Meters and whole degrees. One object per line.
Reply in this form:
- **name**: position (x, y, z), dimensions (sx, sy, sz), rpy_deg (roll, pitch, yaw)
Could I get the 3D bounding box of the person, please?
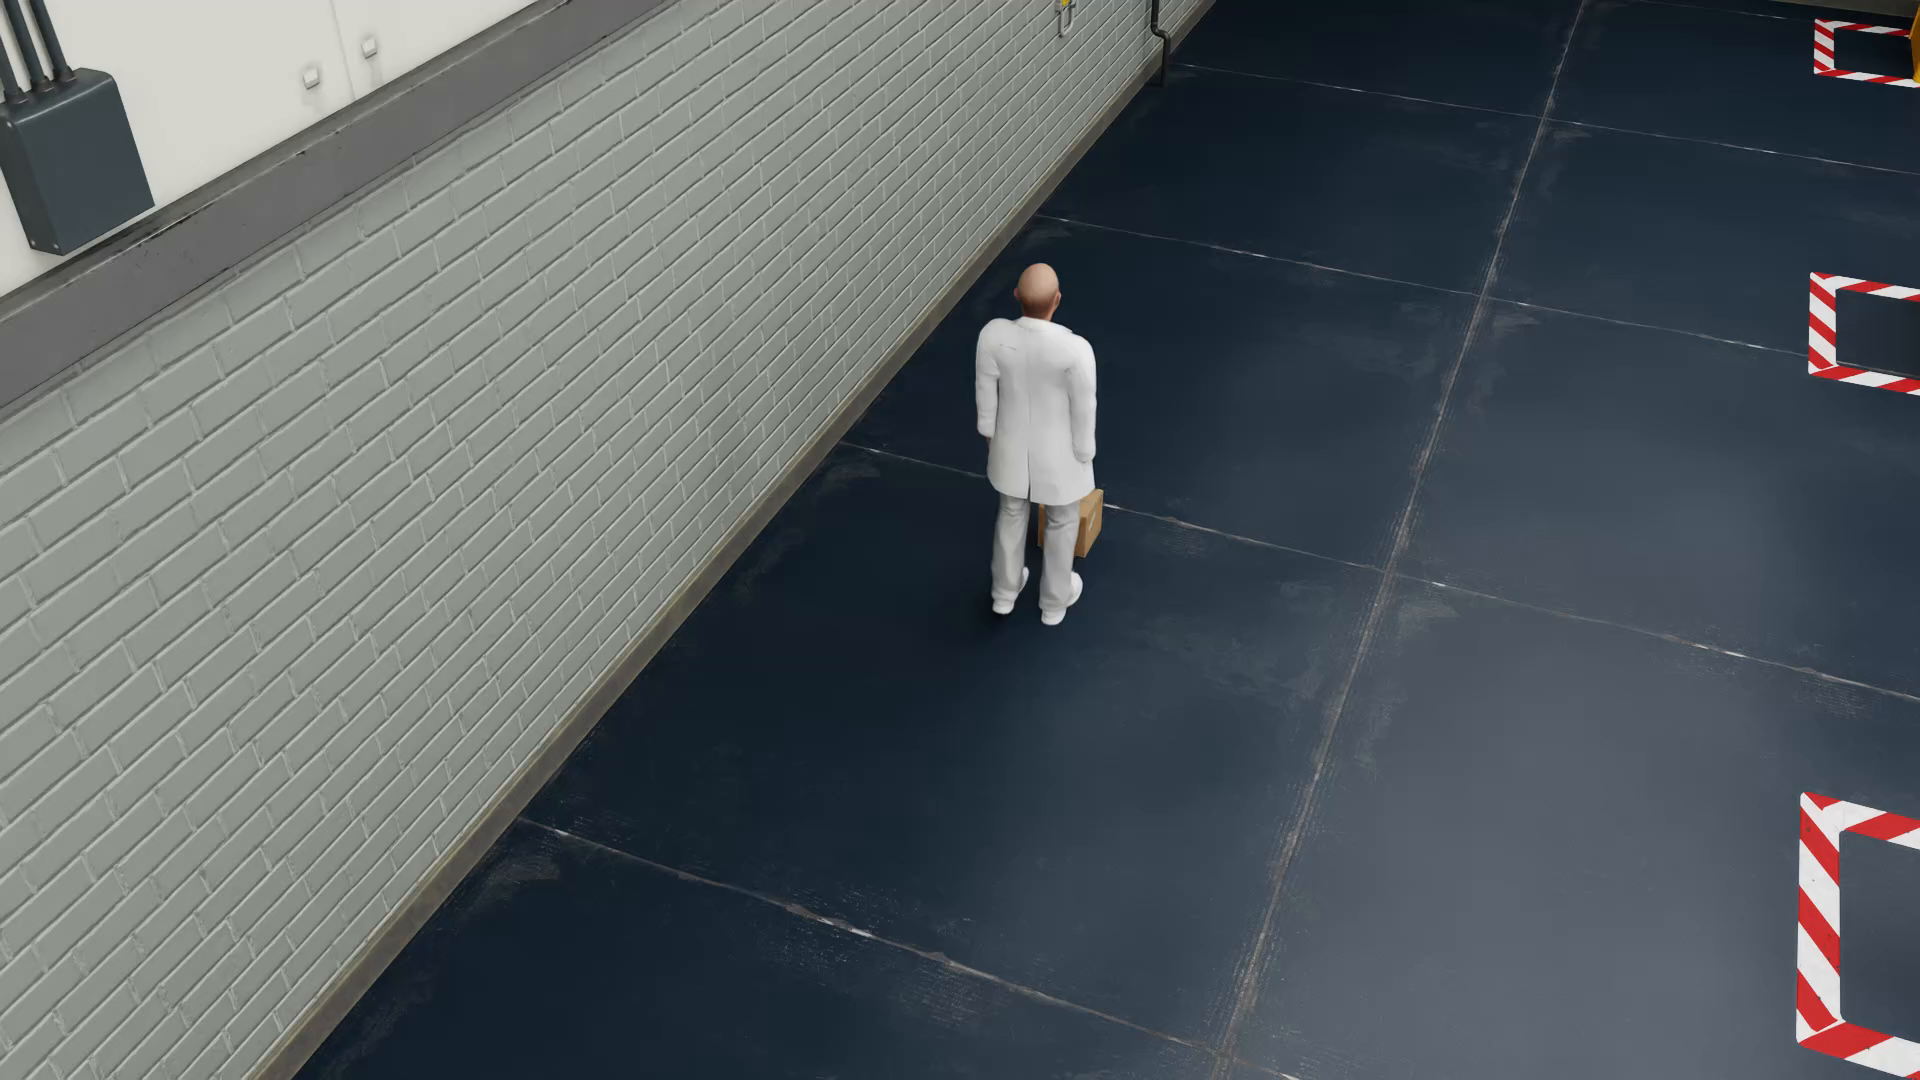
- **person**: position (0.340, -0.432, 7.416), dimensions (0.562, 1.782, 0.394), rpy_deg (15, 39, 19)
